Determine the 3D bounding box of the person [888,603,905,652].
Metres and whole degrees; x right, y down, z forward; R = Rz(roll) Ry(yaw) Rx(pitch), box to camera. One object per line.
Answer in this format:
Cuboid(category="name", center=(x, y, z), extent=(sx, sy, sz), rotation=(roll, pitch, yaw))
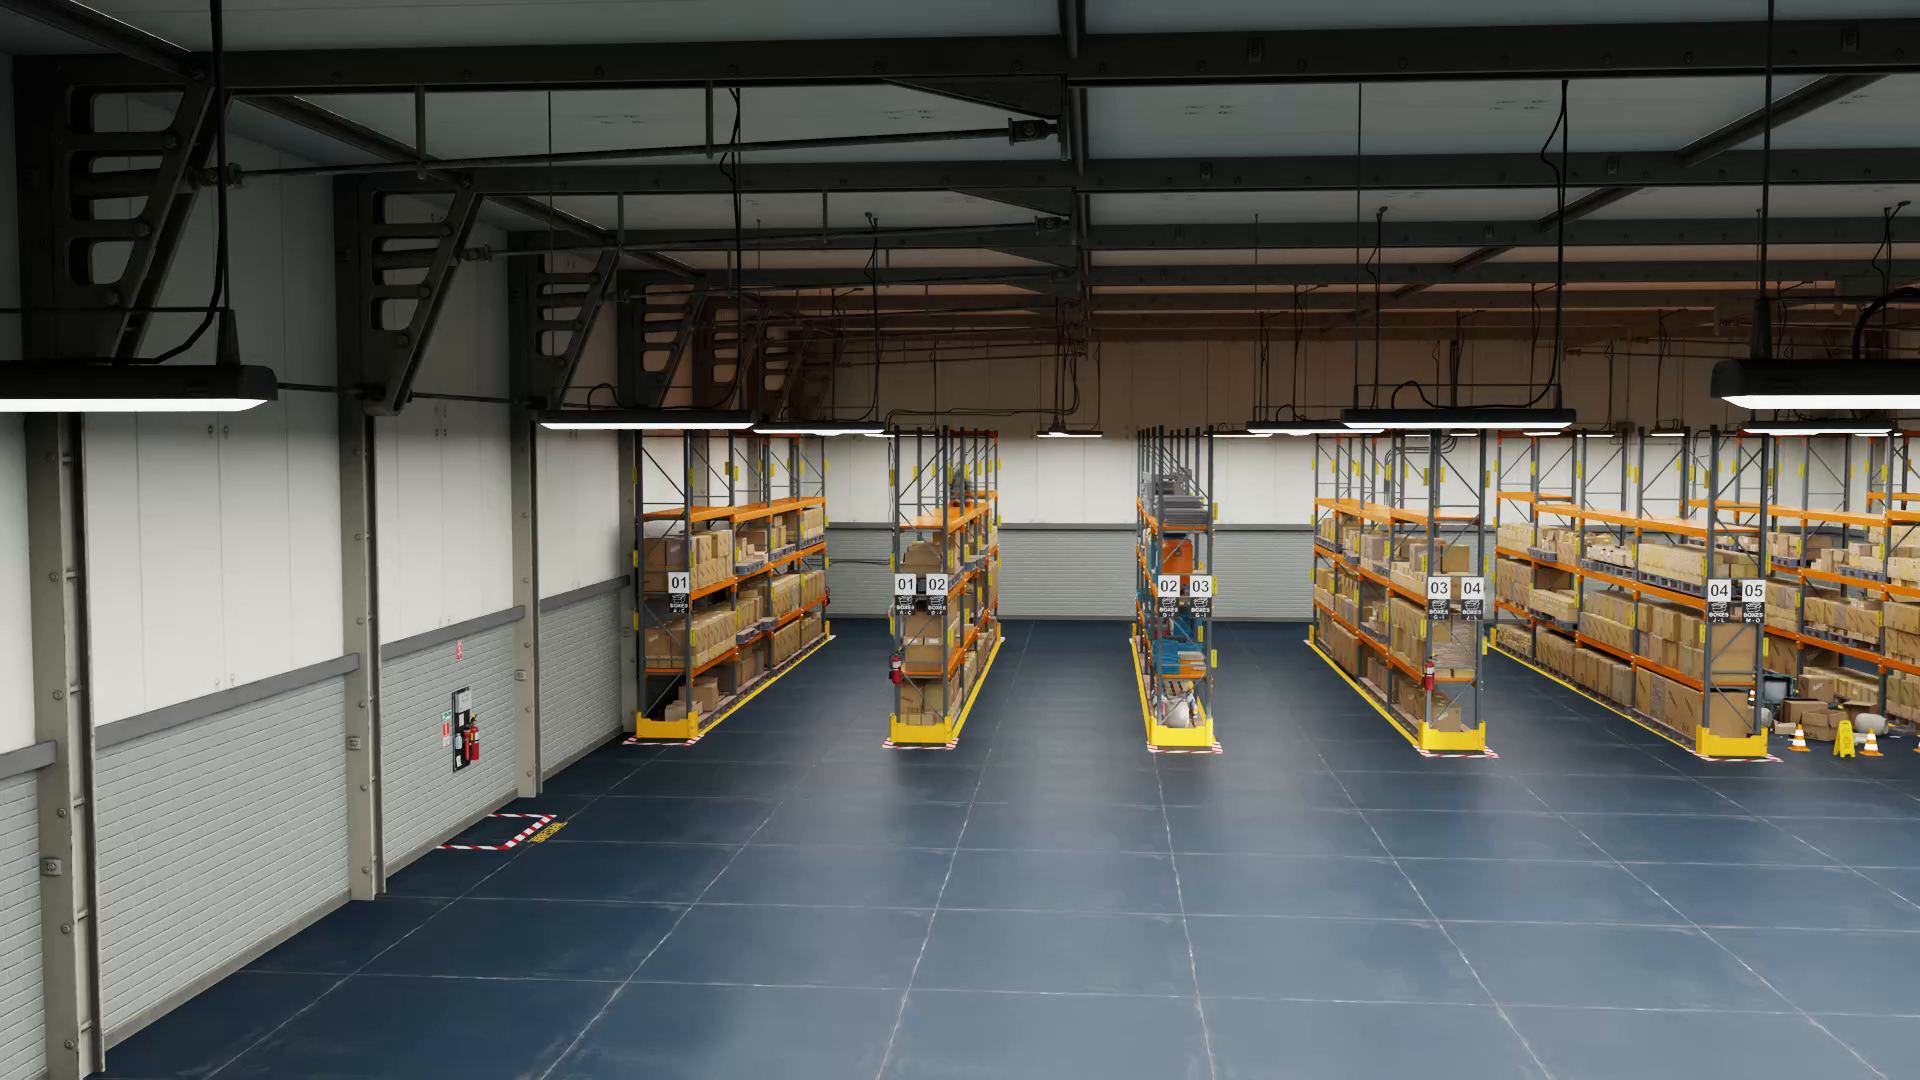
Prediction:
Cuboid(category="person", center=(-1.639, 2.245, 44.327), extent=(0.544, 1.624, 0.636), rotation=(0, 3, -1))
